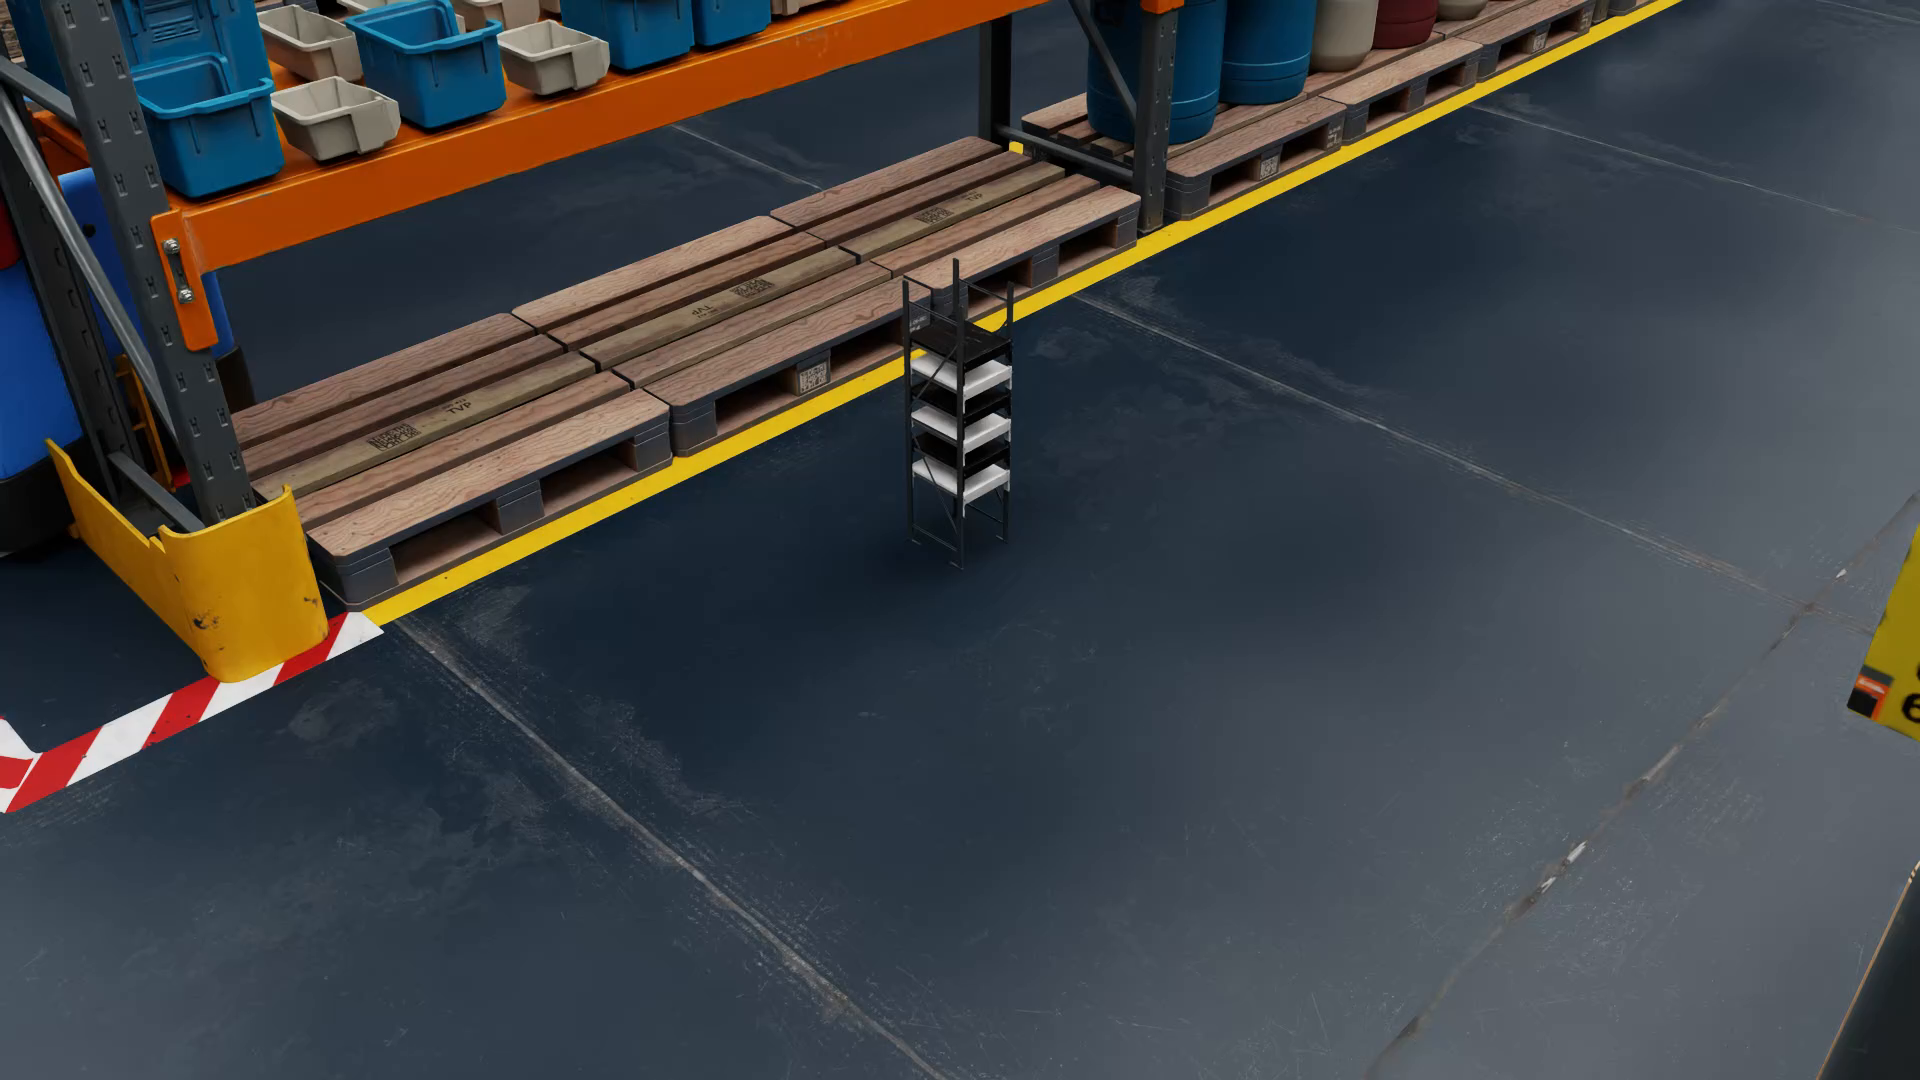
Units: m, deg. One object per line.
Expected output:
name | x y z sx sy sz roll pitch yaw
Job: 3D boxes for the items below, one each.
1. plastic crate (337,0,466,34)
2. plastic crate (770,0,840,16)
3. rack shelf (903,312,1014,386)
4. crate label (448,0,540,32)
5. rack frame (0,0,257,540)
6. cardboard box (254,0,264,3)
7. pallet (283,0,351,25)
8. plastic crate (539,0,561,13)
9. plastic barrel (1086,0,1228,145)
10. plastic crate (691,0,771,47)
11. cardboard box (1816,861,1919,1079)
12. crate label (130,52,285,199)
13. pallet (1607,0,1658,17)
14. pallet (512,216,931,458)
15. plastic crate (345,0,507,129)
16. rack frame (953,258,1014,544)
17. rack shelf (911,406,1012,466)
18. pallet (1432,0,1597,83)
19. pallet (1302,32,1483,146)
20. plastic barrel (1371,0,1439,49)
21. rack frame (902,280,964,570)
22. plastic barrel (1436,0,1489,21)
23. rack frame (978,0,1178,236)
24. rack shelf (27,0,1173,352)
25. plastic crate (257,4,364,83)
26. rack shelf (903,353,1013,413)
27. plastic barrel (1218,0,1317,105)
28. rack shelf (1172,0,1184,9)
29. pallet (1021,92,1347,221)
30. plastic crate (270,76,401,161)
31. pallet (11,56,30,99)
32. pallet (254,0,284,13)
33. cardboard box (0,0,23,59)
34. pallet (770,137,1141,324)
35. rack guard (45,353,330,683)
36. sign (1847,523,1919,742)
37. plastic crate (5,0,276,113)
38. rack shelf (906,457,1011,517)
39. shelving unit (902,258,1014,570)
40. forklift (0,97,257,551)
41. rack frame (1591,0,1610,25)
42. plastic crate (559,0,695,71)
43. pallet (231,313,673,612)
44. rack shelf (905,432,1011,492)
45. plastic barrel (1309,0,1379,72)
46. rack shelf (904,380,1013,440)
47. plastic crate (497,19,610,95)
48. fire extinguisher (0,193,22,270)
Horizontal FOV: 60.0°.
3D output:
plastic crate | -1.680 -1.565 5.049 0.396 0.136 0.243 30 45 35
plastic crate | -0.536 -1.844 5.451 0.293 0.136 0.466 30 45 35
rack shelf | -0.006 -0.560 4.852 0.258 0.077 0.200 30 45 35
crate label | -1.501 -1.687 5.225 0.396 0.136 0.243 30 45 35
rack frame | -2.341 -1.132 4.251 1.000 3.000 0.127 30 45 35
cardboard box | -4.193 -3.452 9.068 0.875 0.875 0.875 30 45 35
pallet | -3.629 -3.331 9.842 1.003 0.211 1.213 30 45 35
plastic crate | -1.306 -1.815 5.408 0.298 0.136 0.250 30 45 35
plastic barrel | 0.873 -2.282 7.366 0.600 0.901 0.708 30 45 35
plastic crate | -0.794 -1.712 5.177 0.416 0.233 0.300 30 45 35
cardboard box | 1.294 0.533 1.776 0.500 0.500 0.500 -28 44 -34
crate label | -1.933 -1.056 4.235 0.416 0.233 0.303 30 45 35
pallet | 3.869 -3.535 10.134 1.003 0.211 1.213 30 45 35
pallet | -0.873 -0.800 6.213 1.003 0.211 1.213 30 45 35
plastic crate | -1.469 -1.323 4.619 0.416 0.233 0.300 30 45 35
rack frame | 0.066 -0.407 5.047 0.240 0.900 0.006 30 45 35
rack shelf | -0.006 -0.338 5.007 0.258 0.077 0.200 30 45 35
pallet | 2.770 -2.899 9.223 1.003 0.211 1.213 30 45 35
pallet | 1.910 -2.406 8.516 1.003 0.211 1.213 30 45 35
plastic barrel | 2.168 -2.899 8.526 0.600 0.588 0.708 30 45 35
rack frame | -0.077 -0.325 4.929 0.240 0.900 0.006 30 45 35
plastic barrel | 2.629 -3.061 8.824 0.421 0.512 0.421 0 35 0
rack frame | 0.478 -2.756 6.580 1.000 3.000 0.127 30 45 35
rack shelf | -0.932 -1.649 5.621 1.077 0.370 4.000 30 45 35
plastic crate | -1.895 -1.453 4.889 0.396 0.136 0.243 30 45 35
rack shelf | -0.006 -0.486 4.904 0.258 0.077 0.200 30 45 35
plastic barrel | 1.372 -2.569 7.779 0.600 0.901 0.708 30 45 35
rack shelf | 1.887 -3.273 7.949 1.077 0.370 4.000 30 45 35
pallet | 1.051 -1.909 7.802 1.003 0.211 1.213 30 45 35
plastic crate | -1.648 -1.113 4.402 0.250 0.136 0.298 30 45 35
pallet | -5.348 -2.341 8.422 1.003 0.211 1.213 30 45 35
pallet | -4.488 -2.834 9.129 1.003 0.211 1.213 30 45 35
cardboard box | -4.820 -3.091 8.550 0.875 0.875 0.875 30 45 35
pallet | -0.013 -1.298 6.927 1.003 0.211 1.213 30 45 35
rack guard | -2.348 -0.092 4.945 1.175 0.500 0.348 30 45 35
sign | 0.792 0.029 1.297 0.100 0.325 0.005 30 45 35
plastic crate | -2.237 -1.383 4.527 0.616 0.435 0.499 30 45 35
rack shelf | -0.006 -0.191 5.110 0.258 0.077 0.200 30 45 35
shelving unit | -0.006 -0.366 4.988 0.258 0.900 0.210 30 45 35
forklift | -4.008 -1.728 5.165 3.031 2.935 1.130 15 38 20
rack frame | 3.296 -4.380 8.908 1.000 3.000 0.127 30 45 35
plastic crate | -1.005 -1.590 5.002 0.416 0.233 0.300 30 45 35
pallet | -1.732 -0.308 5.507 1.003 0.211 1.213 30 45 35
rack shelf | -0.006 -0.265 5.058 0.258 0.077 0.200 30 45 35
plastic barrel | 1.833 -2.602 8.167 0.421 0.512 0.421 0 35 0
rack shelf | -0.006 -0.412 4.955 0.258 0.077 0.200 30 45 35
plastic crate | -1.170 -1.388 4.797 0.250 0.136 0.298 30 45 35
fire extinguisher | -2.769 -1.069 4.555 0.296 0.674 0.183 30 45 35
